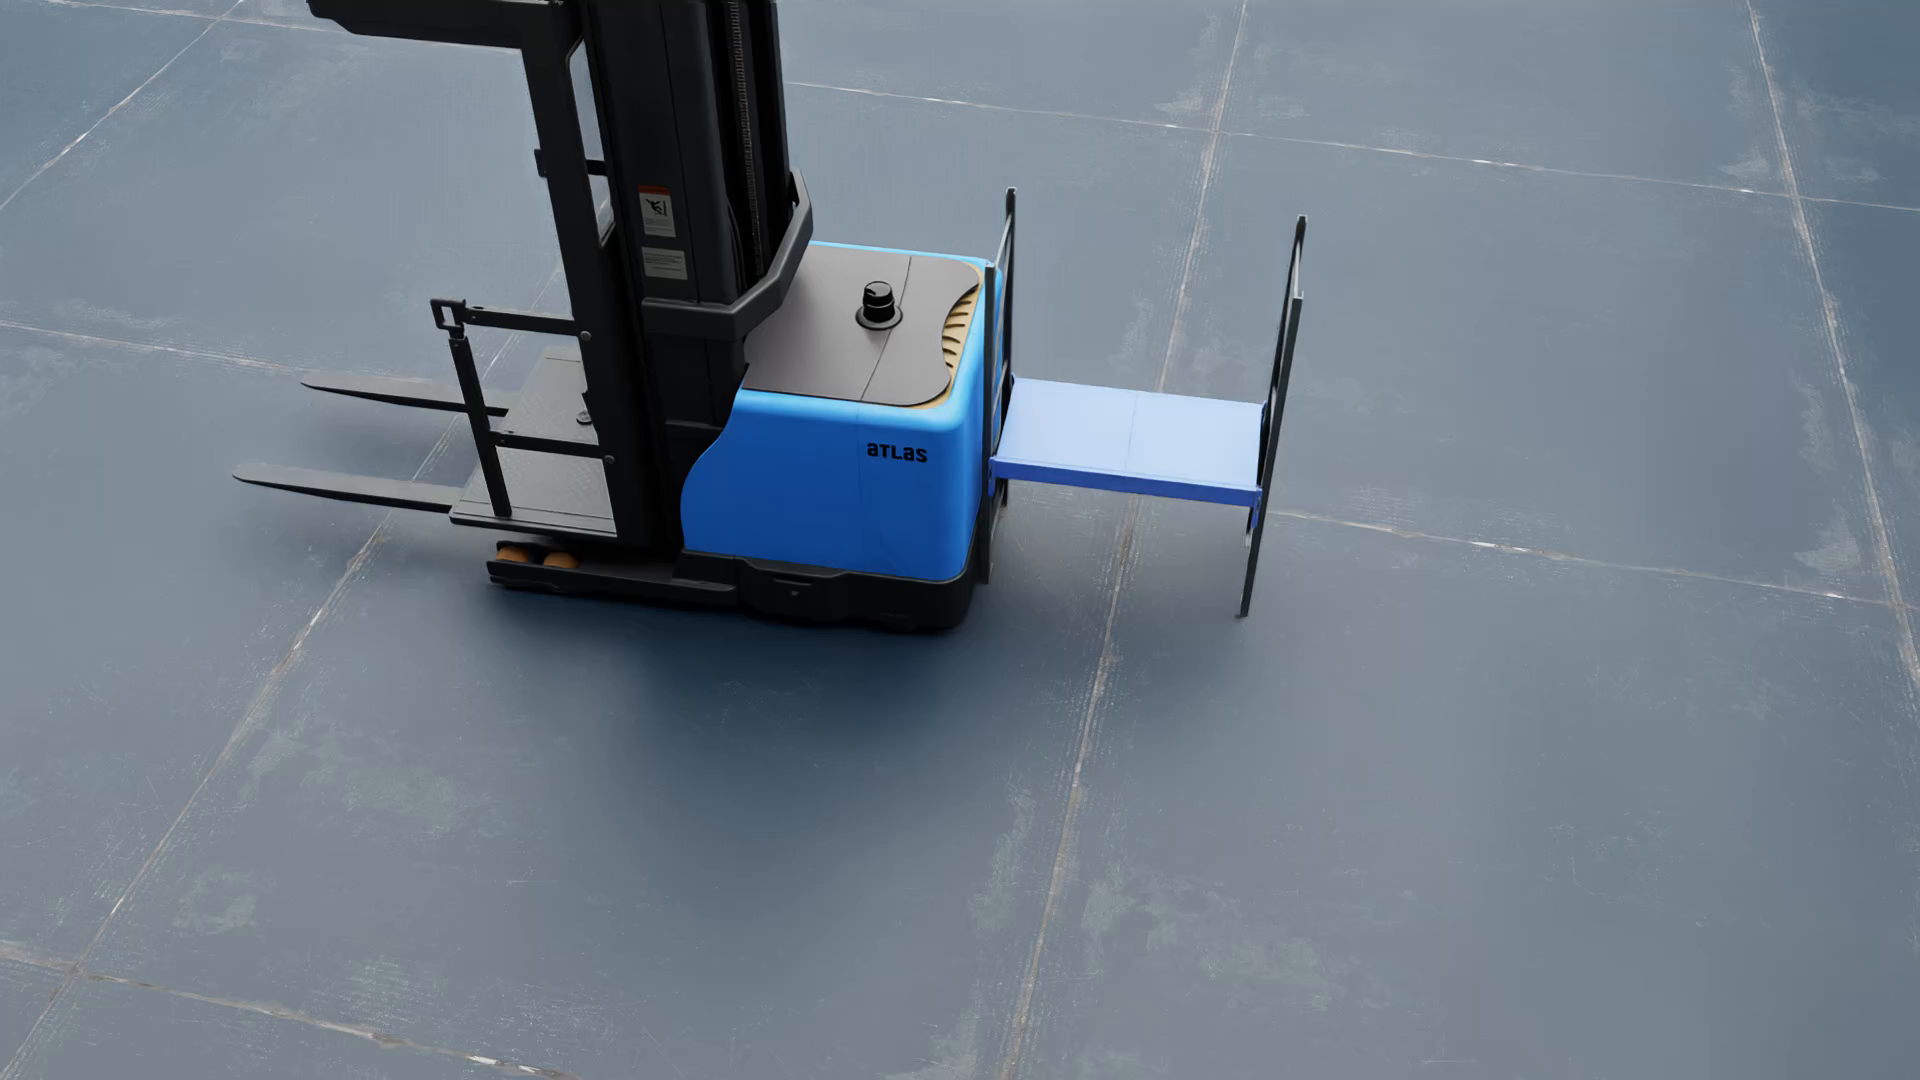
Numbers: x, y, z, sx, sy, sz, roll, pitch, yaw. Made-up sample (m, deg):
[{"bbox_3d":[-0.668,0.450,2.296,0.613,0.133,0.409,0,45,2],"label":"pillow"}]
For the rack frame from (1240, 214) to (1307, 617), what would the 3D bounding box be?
[{"bbox_3d":[1.143,-0.415,6.099,0.032,1.500,0.500,7,44,7],"label":"rack frame"}]

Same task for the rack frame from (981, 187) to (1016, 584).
[{"bbox_3d":[0.141,-0.538,6.227,0.032,1.500,0.500,7,44,7],"label":"rack frame"}]

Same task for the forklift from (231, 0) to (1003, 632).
[{"bbox_3d":[-1.390,-1.200,5.883,3.031,2.935,1.130,7,44,7],"label":"forklift"}]

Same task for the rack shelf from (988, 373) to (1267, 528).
[{"bbox_3d":[0.642,-0.347,6.288,1.000,0.185,0.538,7,44,7],"label":"rack shelf"}]

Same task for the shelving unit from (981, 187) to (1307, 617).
[{"bbox_3d":[0.642,-0.476,6.163,1.048,1.500,0.538,7,44,7],"label":"shelving unit"}]
